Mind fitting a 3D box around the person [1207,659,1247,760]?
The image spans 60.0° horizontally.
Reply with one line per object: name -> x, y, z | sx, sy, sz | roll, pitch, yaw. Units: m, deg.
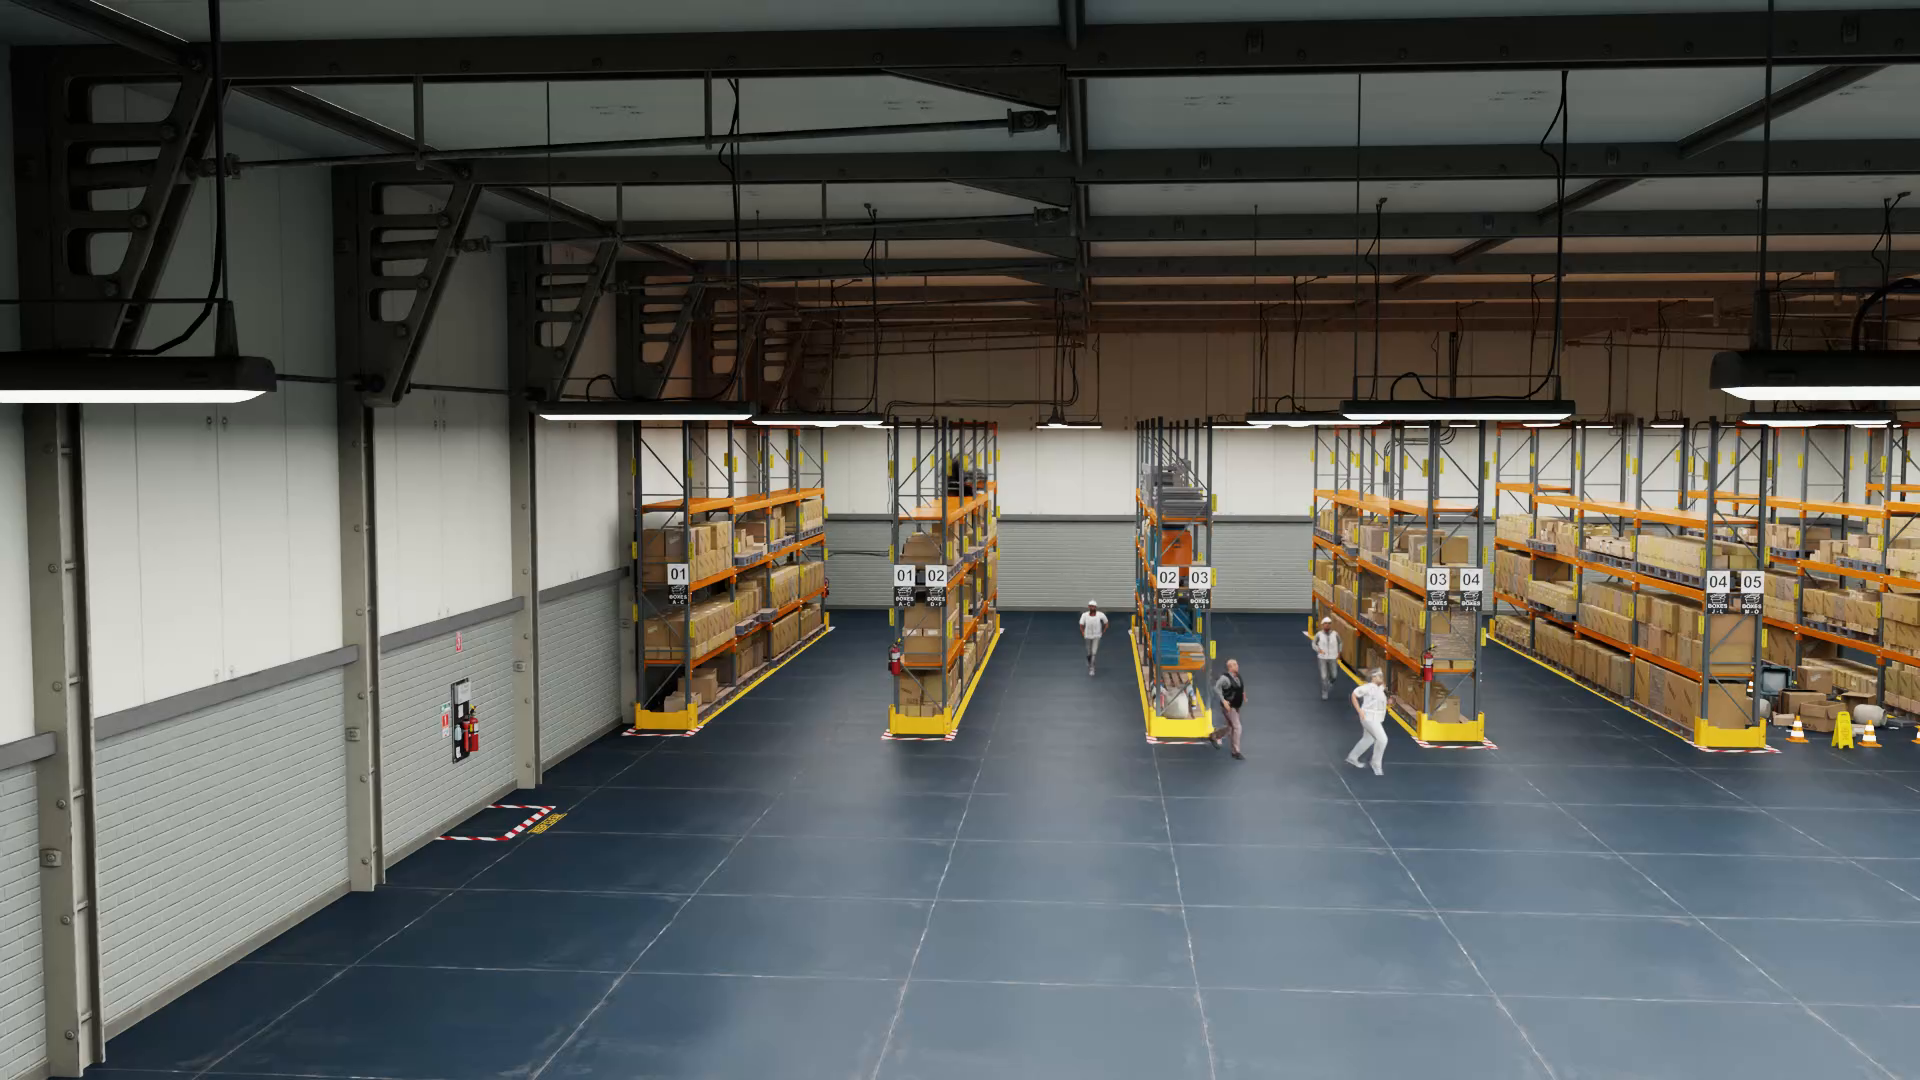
person -> 4.709, 2.955, 29.240 | 0.824, 1.746, 0.658 | 3, 5, 41

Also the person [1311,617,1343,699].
person -> 7.882, 2.531, 35.660 | 0.698, 1.737, 0.591 | 0, 4, 4

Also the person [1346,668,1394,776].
person -> 6.879, 3.044, 27.909 | 0.837, 1.855, 0.635 | 3, 5, 38

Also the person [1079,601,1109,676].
person -> 3.165, 2.300, 39.292 | 0.705, 1.752, 0.772 | 1, 4, 13
